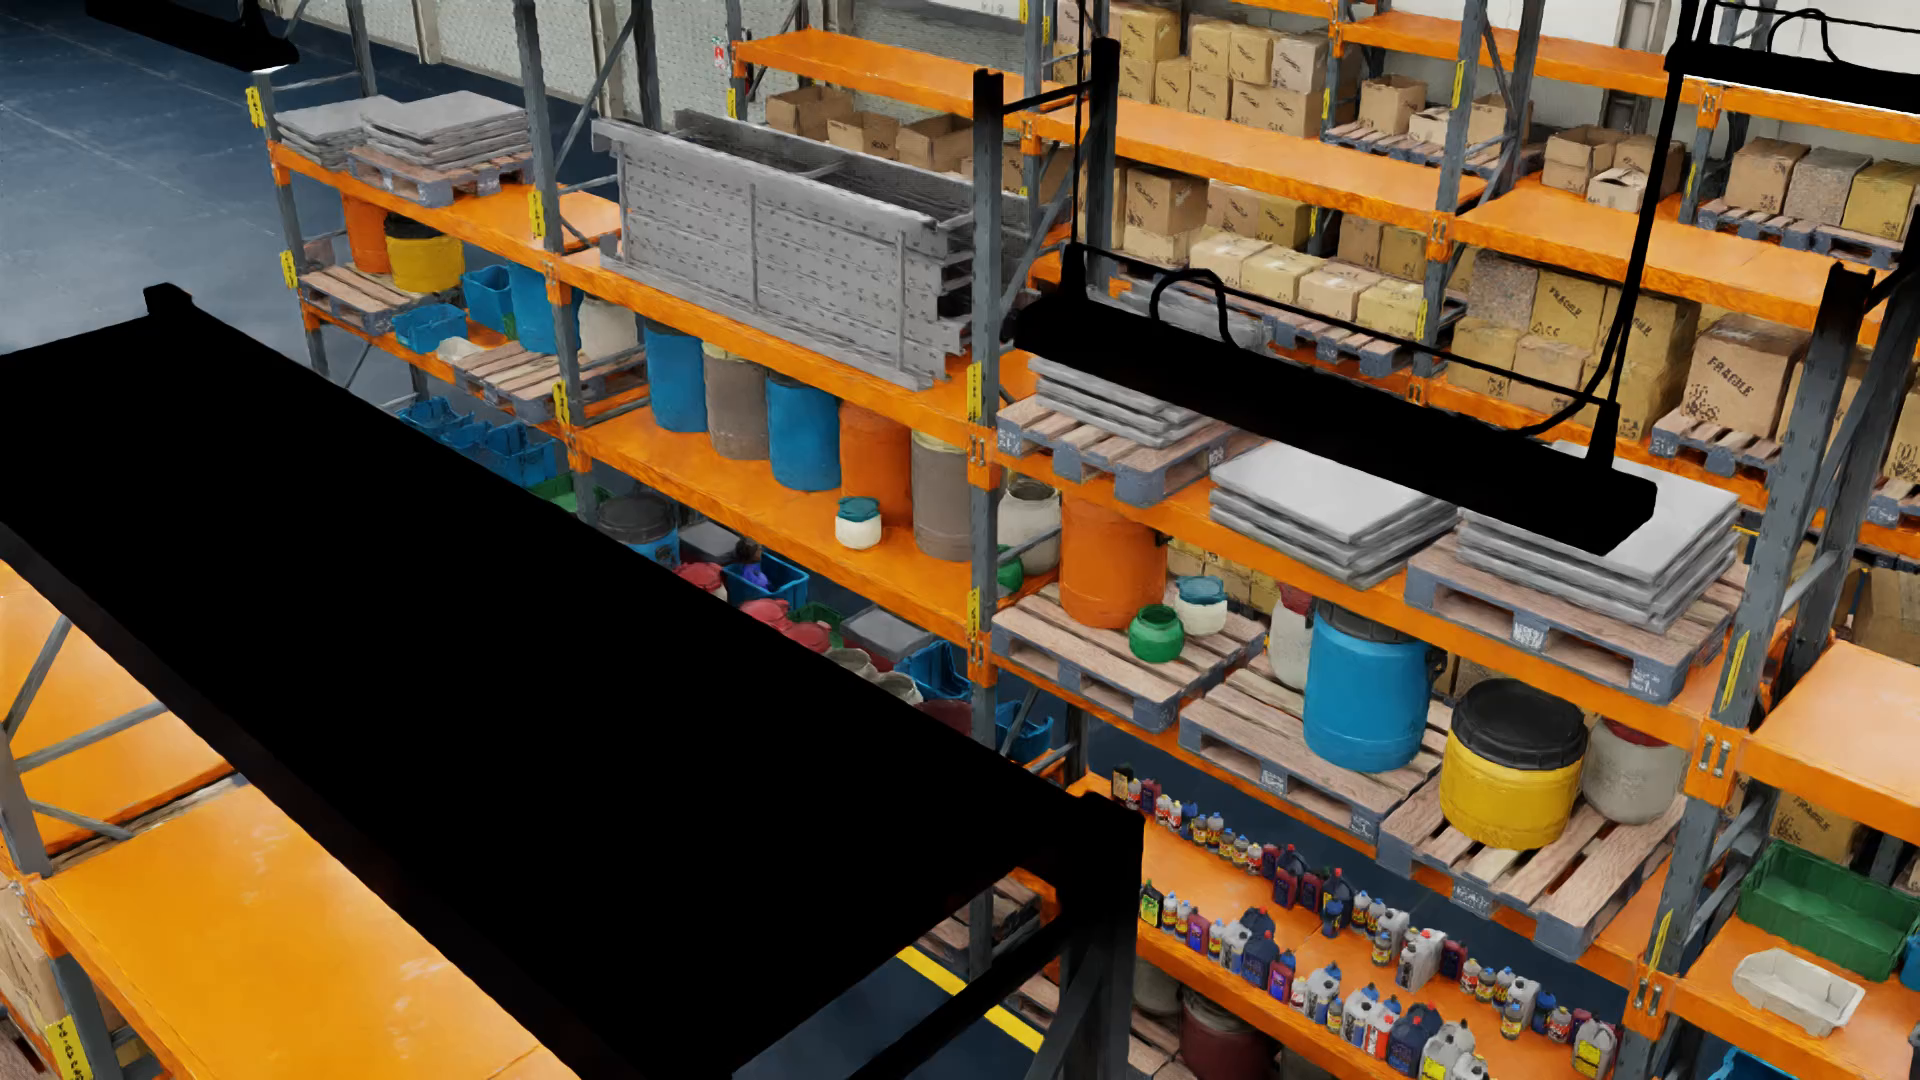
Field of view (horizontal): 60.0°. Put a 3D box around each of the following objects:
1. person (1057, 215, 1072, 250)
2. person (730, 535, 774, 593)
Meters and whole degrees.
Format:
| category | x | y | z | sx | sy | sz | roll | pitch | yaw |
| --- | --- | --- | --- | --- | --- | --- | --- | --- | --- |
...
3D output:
| category | x | y | z | sx | sy | sz | roll | pitch | yaw |
| --- | --- | --- | --- | --- | --- | --- | --- | --- | --- |
| person | 1.330 | -3.058 | 19.938 | 0.972 | 1.711 | 0.586 | 10 | 31 | 18 |
| person | -1.634 | 0.724 | 12.847 | 0.535 | 1.641 | 0.476 | 20 | 35 | 31 |
